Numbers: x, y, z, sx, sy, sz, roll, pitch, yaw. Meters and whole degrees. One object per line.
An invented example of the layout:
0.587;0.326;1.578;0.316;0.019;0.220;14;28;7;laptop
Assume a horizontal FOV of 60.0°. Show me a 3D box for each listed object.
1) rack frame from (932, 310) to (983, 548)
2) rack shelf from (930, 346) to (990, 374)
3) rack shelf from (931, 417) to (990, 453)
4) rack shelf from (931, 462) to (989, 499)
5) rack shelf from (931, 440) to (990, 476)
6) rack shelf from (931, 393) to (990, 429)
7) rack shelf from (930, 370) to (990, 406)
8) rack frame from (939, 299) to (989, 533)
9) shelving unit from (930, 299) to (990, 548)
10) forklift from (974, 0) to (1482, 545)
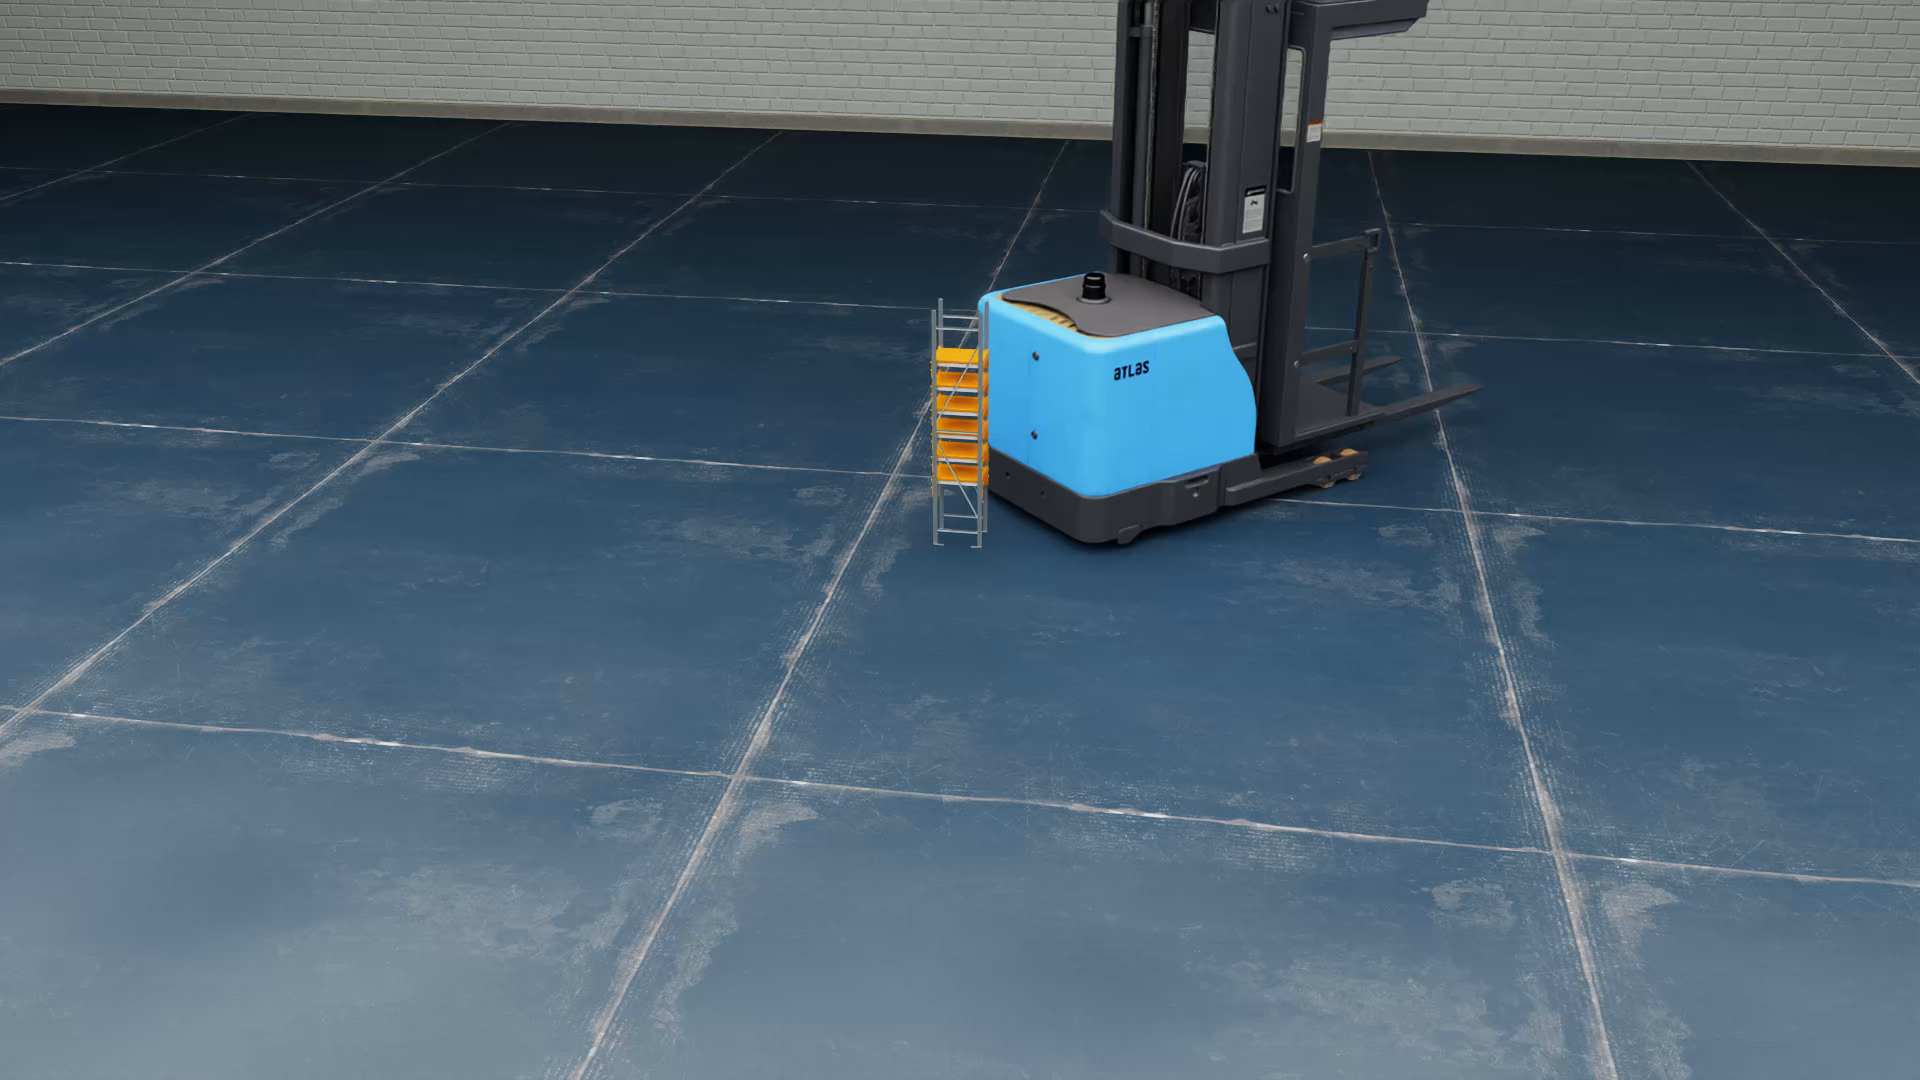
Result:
-0.013;-0.511;7.927;0.240;1.200;0.006;4;25;9;rack frame
0.002;-0.835;7.875;0.258;0.103;0.180;4;25;9;rack shelf
0.002;-0.509;8.027;0.258;0.103;0.180;4;25;9;rack shelf
0.002;-0.292;8.129;0.258;0.103;0.180;4;25;9;rack shelf
0.002;-0.401;8.078;0.258;0.103;0.180;4;25;9;rack shelf
0.002;-0.618;7.977;0.258;0.103;0.180;4;25;9;rack shelf
0.002;-0.727;7.926;0.258;0.103;0.180;4;25;9;rack shelf
0.017;-0.588;8.090;0.240;1.200;0.006;4;25;9;rack frame
0.002;-0.549;8.009;0.258;1.200;0.189;4;25;9;shelving unit
1.582;-1.771;8.577;3.031;2.935;1.130;-16;29;-30;forklift
